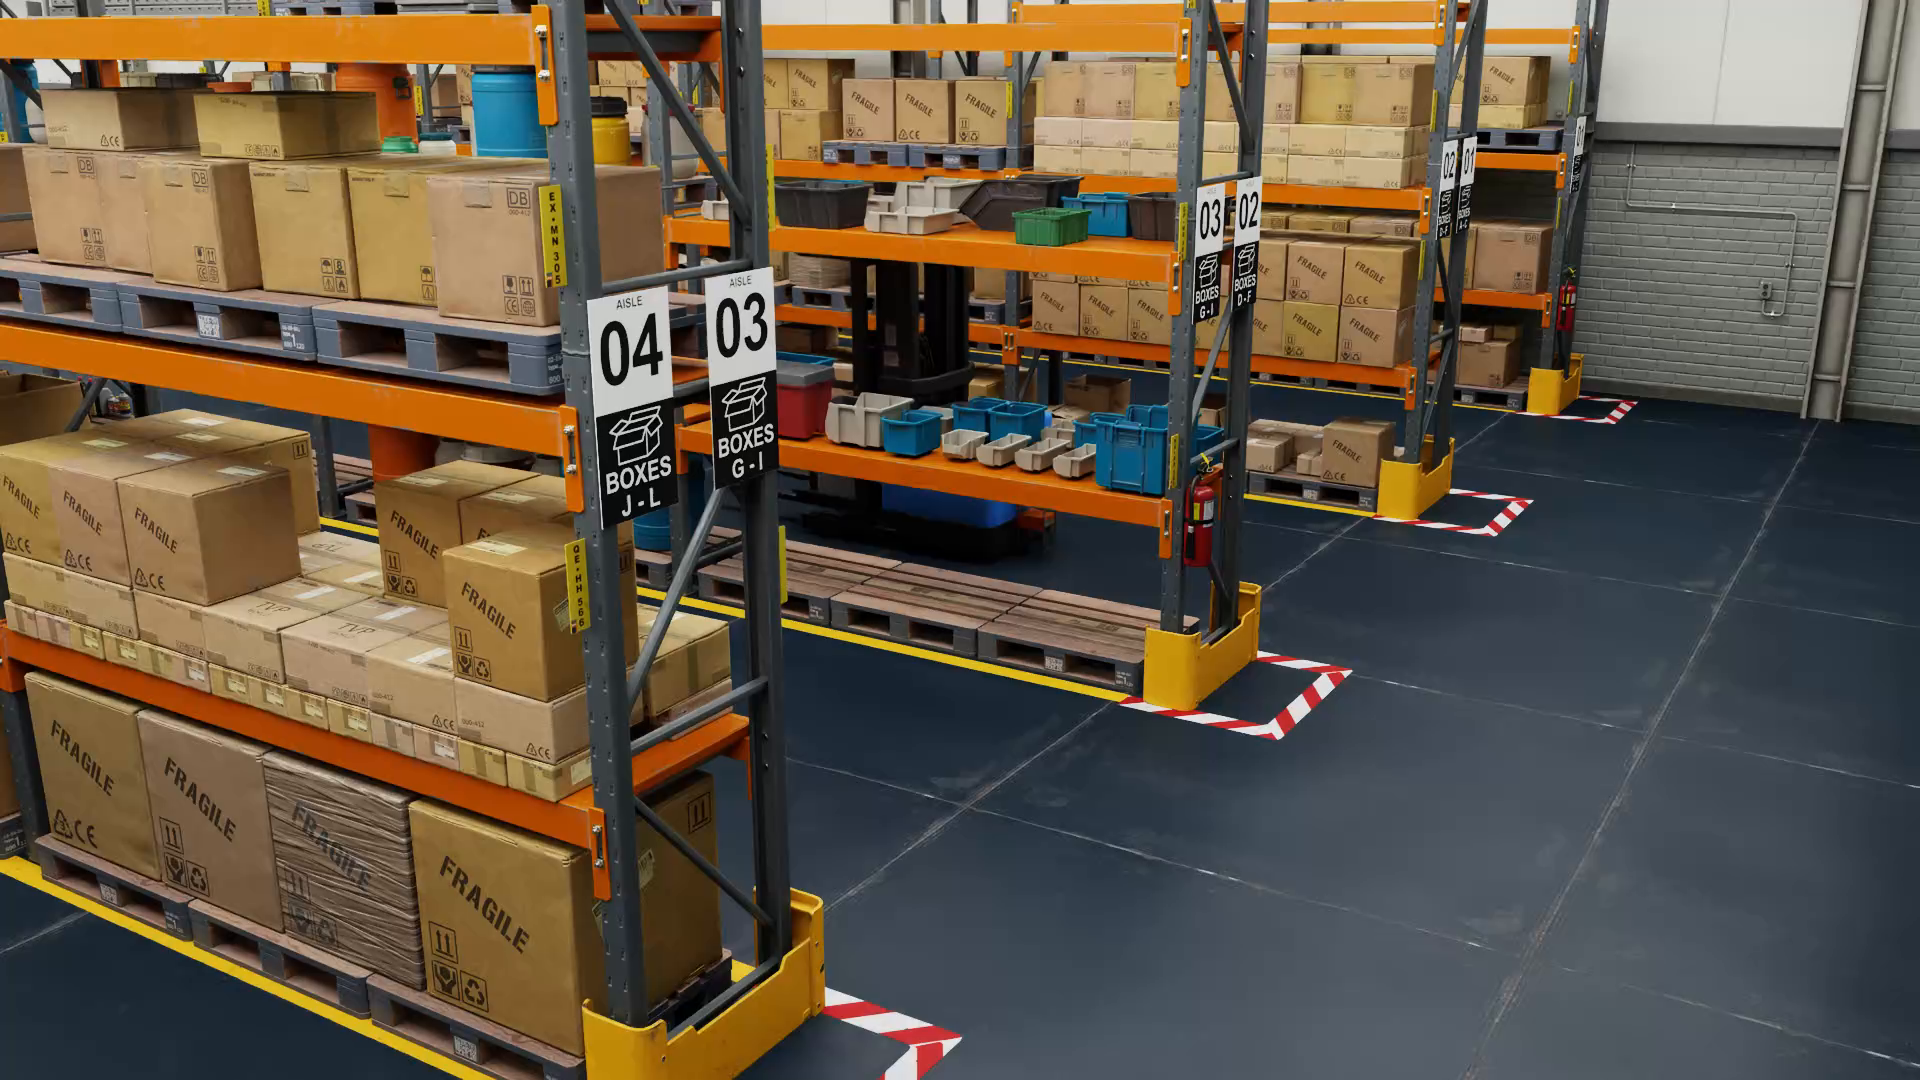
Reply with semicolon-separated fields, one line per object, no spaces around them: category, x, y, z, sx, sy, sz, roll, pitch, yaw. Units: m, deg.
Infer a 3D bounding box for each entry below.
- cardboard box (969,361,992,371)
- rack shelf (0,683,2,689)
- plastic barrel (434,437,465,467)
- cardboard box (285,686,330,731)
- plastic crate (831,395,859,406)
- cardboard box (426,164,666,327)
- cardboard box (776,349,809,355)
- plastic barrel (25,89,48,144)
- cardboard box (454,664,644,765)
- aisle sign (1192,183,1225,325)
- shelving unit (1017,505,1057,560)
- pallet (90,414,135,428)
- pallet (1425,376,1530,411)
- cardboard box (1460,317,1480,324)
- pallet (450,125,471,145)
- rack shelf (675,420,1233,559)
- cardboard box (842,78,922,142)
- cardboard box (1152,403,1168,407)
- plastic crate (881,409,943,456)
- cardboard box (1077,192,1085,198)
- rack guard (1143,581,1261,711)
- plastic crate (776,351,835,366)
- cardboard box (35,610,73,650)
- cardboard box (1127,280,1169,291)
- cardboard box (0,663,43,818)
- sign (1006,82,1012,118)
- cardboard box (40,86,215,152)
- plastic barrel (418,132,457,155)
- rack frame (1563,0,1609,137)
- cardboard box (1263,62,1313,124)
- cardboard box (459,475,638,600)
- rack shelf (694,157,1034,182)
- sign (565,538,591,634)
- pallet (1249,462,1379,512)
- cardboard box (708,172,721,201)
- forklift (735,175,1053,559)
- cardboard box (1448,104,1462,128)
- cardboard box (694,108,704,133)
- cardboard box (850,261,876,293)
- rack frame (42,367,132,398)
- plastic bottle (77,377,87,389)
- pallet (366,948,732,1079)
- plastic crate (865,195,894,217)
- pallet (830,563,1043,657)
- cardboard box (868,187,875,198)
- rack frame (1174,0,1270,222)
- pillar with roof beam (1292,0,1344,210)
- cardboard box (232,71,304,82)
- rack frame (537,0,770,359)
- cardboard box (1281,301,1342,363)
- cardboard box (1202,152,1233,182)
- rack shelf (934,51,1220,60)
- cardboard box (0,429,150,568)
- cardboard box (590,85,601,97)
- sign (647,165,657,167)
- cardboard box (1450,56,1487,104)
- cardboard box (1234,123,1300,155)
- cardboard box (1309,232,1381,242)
cardboard box;0.002;-1.592;17.505;0.500;0.500;0.500;10;20;31
rack shelf;-6.145;0.128;9.538;4.000;0.370;1.077;10;20;30
plastic barrel;-4.303;-0.624;14.333;0.421;0.512;0.421;0;17;0
cardboard box;-2.600;0.649;7.015;0.250;0.149;0.380;10;20;30
plastic crate;-0.754;-0.932;12.160;0.590;0.125;0.437;10;20;30
cardboard box;-1.503;-1.102;6.119;0.500;0.500;0.700;9;19;27
cardboard box;-1.974;-1.770;18.091;0.500;0.500;0.500;9;19;28
plastic barrel;-8.930;-4.160;16.338;0.421;0.512;0.421;0;17;0
cardboard box;-1.584;0.618;6.433;0.500;0.250;0.500;10;19;29
aisle sign;1.468;-1.691;9.814;0.004;0.787;0.394;10;20;30
shelving unit;0.619;-0.385;13.342;0.252;1.050;0.215;11;20;32
pallet;-9.216;-1.134;17.252;1.213;0.211;1.003;10;20;30
pallet;6.022;-1.752;19.286;1.213;0.211;1.003;10;20;30
cardboard box;5.875;-2.489;19.375;0.250;0.149;0.380;10;20;30
pallet;-5.312;-4.795;19.673;1.217;0.209;0.805;9;19;28
rack shelf;-0.144;-0.491;11.573;4.000;0.370;1.077;10;20;30
cardboard box;-0.782;-4.394;16.959;0.600;0.600;0.600;9;19;28
cardboard box;2.020;-1.159;16.404;0.500;0.311;0.500;10;20;30
plastic crate;-0.324;-0.728;11.302;0.300;0.233;0.416;10;20;30
cardboard box;1.504;-4.394;21.177;0.500;0.250;0.500;10;19;29
rack guard;1.587;0.666;10.829;0.348;0.500;1.175;10;20;30
plastic crate;-1.272;-1.174;12.508;0.575;0.384;0.392;10;20;30
cardboard box;-4.139;0.375;7.917;0.250;0.149;0.380;9;19;28
cardboard box;1.879;-2.593;15.366;0.500;0.500;0.500;9;19;28
cardboard box;-4.996;0.811;8.984;0.875;0.875;1.225;10;20;30
sign;0.460;-4.098;15.484;0.005;0.325;0.100;10;20;30
cardboard box;-3.643;-1.858;7.320;0.500;0.250;0.500;9;19;27
plastic barrel;-4.267;-3.191;13.579;0.301;0.262;0.301;0;17;0
rack frame;6.745;-5.855;17.673;0.127;3.000;1.000;10;20;30
cardboard box;2.845;-3.939;14.634;0.500;0.500;0.700;10;20;30
cardboard box;-1.726;0.051;7.009;0.500;0.500;0.500;10;19;29
rack shelf;-0.957;-3.760;17.177;4.000;0.370;1.077;10;20;30
sign;-1.328;0.161;5.790;0.005;0.325;0.100;10;20;30
pallet;3.411;-0.555;15.346;1.213;0.211;1.003;10;20;30
cardboard box;-3.772;-5.229;24.869;0.500;0.500;0.500;10;19;29
forklift;-0.739;-1.555;13.957;3.031;2.935;1.130;11;20;32
cardboard box;5.538;-4.721;18.465;0.500;0.250;0.500;9;19;28
cardboard box;-3.078;-4.593;18.216;0.500;0.250;0.500;9;19;26
cardboard box;-0.791;-2.867;17.266;0.500;0.500;0.700;5;18;16
rack frame;-8.666;-2.356;16.476;0.127;3.000;1.000;10;20;30
plastic bottle;-9.297;-1.553;17.634;0.185;0.351;0.144;9;19;28
pallet;-1.754;1.928;7.171;1.213;0.211;1.003;10;20;30
plastic crate;-0.566;-2.349;11.746;0.466;0.136;0.293;10;20;30
pallet;-0.158;0.483;11.929;1.213;0.211;1.003;10;20;30
cardboard box;-0.968;-4.607;22.957;0.500;0.500;0.700;8;19;25
rack frame;1.560;-3.401;9.595;0.127;3.000;1.000;10;20;30
pillar with roof beam;2.132;-5.505;16.520;0.400;9.000;9.100;10;20;30
cardboard box;-8.991;-5.855;21.692;0.637;0.503;0.797;12;20;34
rack frame;-1.032;-2.174;5.557;0.127;3.000;1.000;10;20;30
cardboard box;3.187;-1.883;14.748;0.500;0.500;0.500;10;20;31
cardboard box;2.309;-3.365;14.894;0.500;0.250;0.500;10;20;30
rack shelf;1.632;-6.232;20.840;4.000;0.370;1.077;10;20;30
cardboard box;-4.166;-0.206;7.853;0.500;0.500;0.500;10;20;30
cardboard box;-5.384;-6.553;24.926;0.500;0.500;0.500;12;20;33
sign;-2.138;-2.443;11.585;0.005;0.325;0.100;10;20;30
cardboard box;5.557;-5.078;18.349;0.500;0.500;0.500;11;20;32
cardboard box;2.734;-3.527;14.570;0.500;0.250;0.500;10;20;30
cardboard box;3.466;-2.493;15.037;0.500;0.500;0.500;10;20;31
